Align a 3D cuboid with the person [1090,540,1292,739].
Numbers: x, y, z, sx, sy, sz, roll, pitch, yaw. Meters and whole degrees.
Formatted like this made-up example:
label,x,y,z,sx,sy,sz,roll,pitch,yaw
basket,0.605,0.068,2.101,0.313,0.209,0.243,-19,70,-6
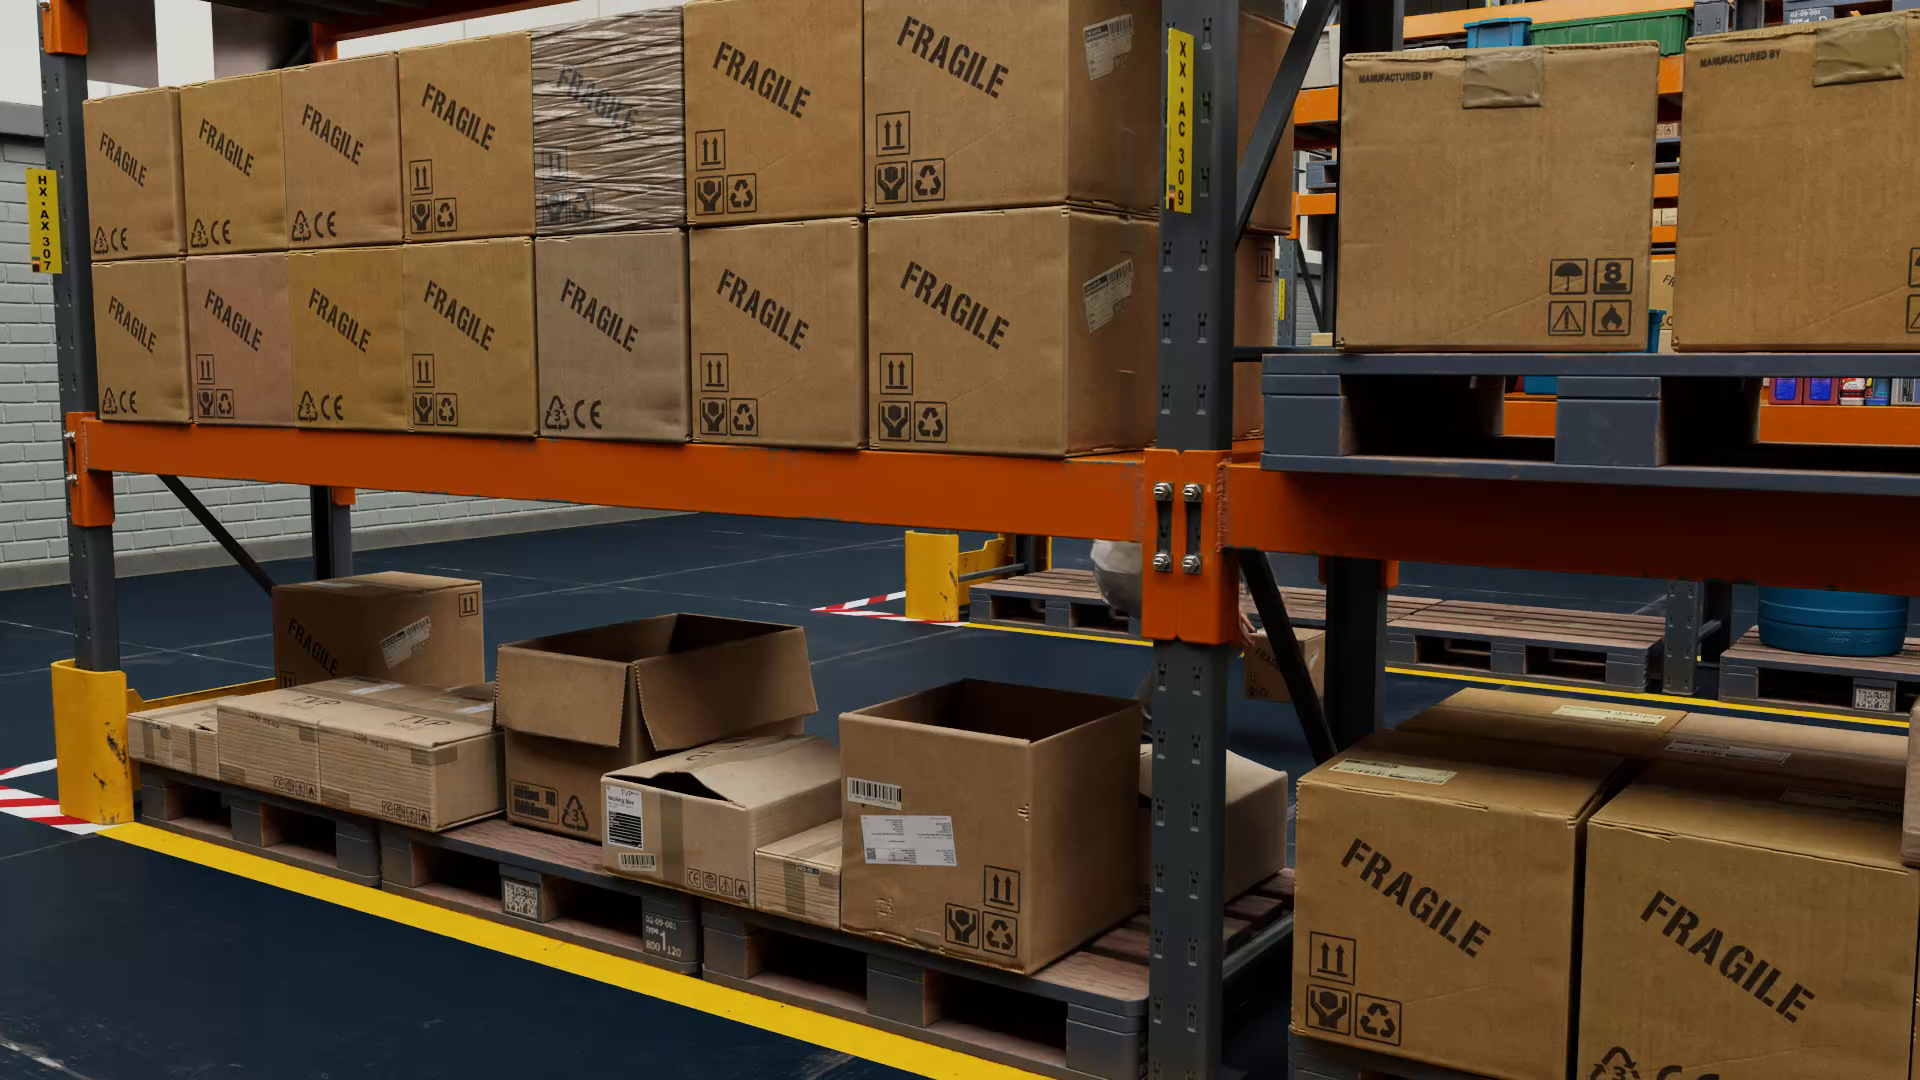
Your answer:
label,x,y,z,sx,sy,sz,roll,pitch,yaw
person,0.952,0.130,6.631,0.820,1.304,0.586,4,8,34
